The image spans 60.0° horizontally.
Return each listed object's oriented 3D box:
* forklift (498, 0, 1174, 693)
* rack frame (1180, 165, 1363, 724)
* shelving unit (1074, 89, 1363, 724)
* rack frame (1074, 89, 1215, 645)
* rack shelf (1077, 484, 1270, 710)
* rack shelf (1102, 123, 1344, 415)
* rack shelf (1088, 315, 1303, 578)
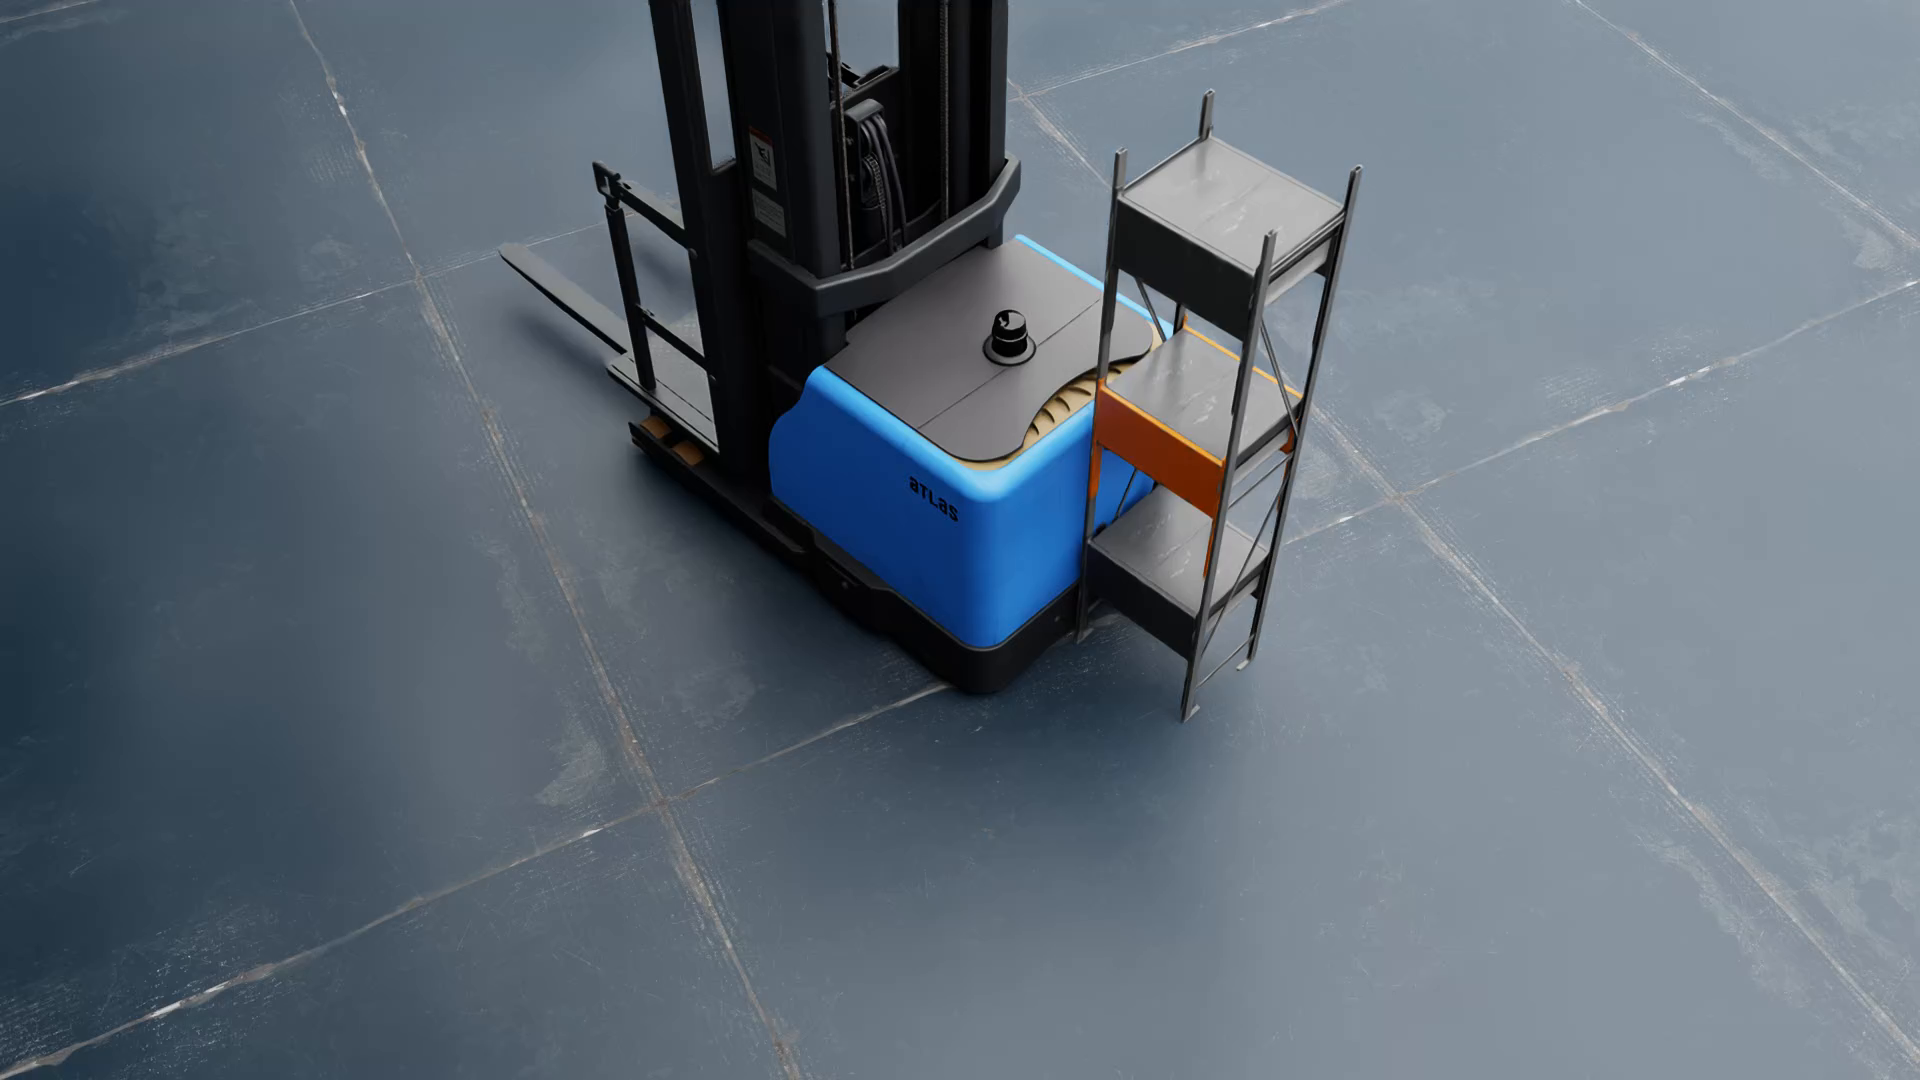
[{"bbox_3d":[-0.642,-1.437,5.559,3.031,2.935,1.130,36,58,27],"label":"forklift"},{"bbox_3d":[0.900,-0.171,5.005,0.015,2.100,0.400,36,58,27],"label":"rack frame"},{"bbox_3d":[0.726,-0.300,5.117,0.503,2.100,0.431,36,58,27],"label":"shelving unit"},{"bbox_3d":[0.551,-0.428,5.229,0.015,2.100,0.400,36,58,27],"label":"rack frame"},{"bbox_3d":[0.726,0.170,5.654,0.480,0.518,0.431,36,58,27],"label":"rack shelf"},{"bbox_3d":[0.726,-0.752,4.601,0.480,0.518,0.431,36,58,27],"label":"rack shelf"},{"bbox_3d":[0.726,-0.291,5.127,0.480,0.518,0.431,36,58,27],"label":"rack shelf"}]
